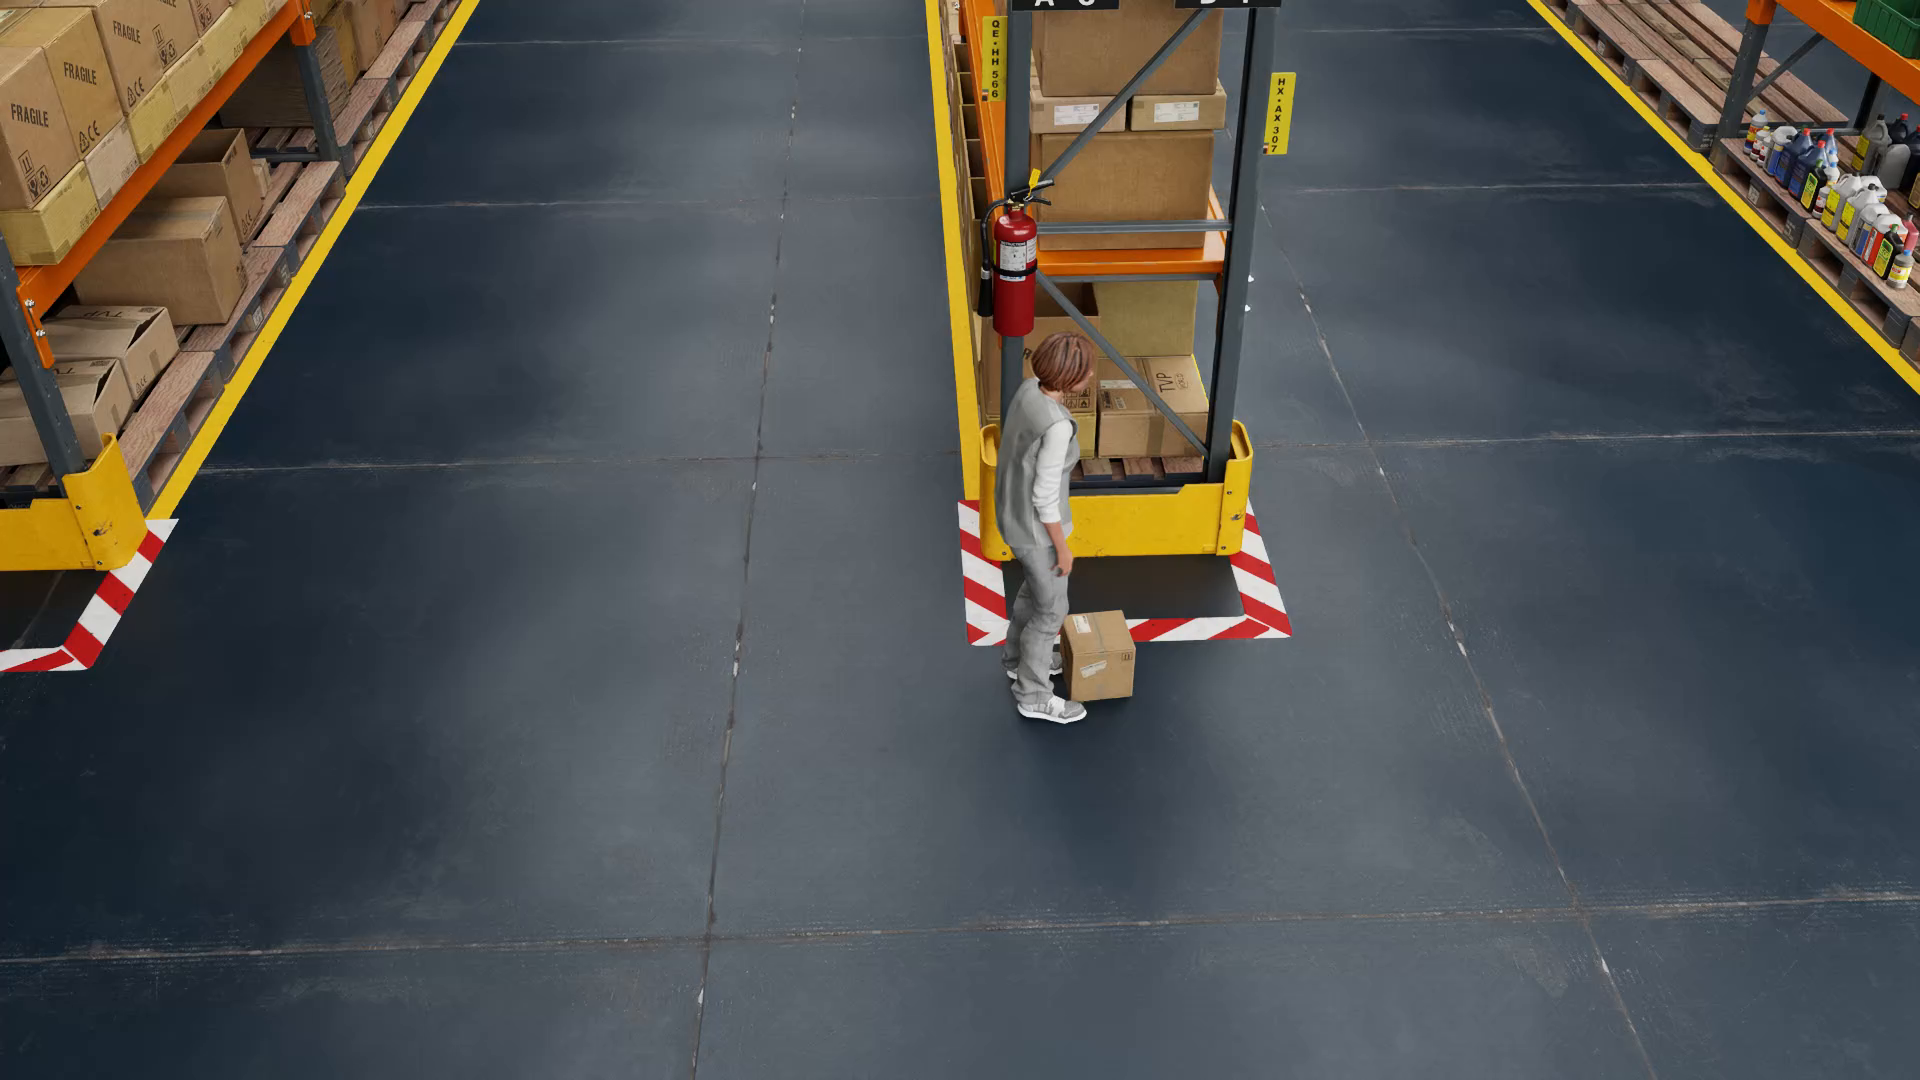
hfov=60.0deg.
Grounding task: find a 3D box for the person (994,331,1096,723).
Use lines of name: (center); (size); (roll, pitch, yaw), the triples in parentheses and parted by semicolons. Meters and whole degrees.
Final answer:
person: (0.309, -0.054, 6.231); (0.346, 1.593, 0.480); (-5, 36, -7)
